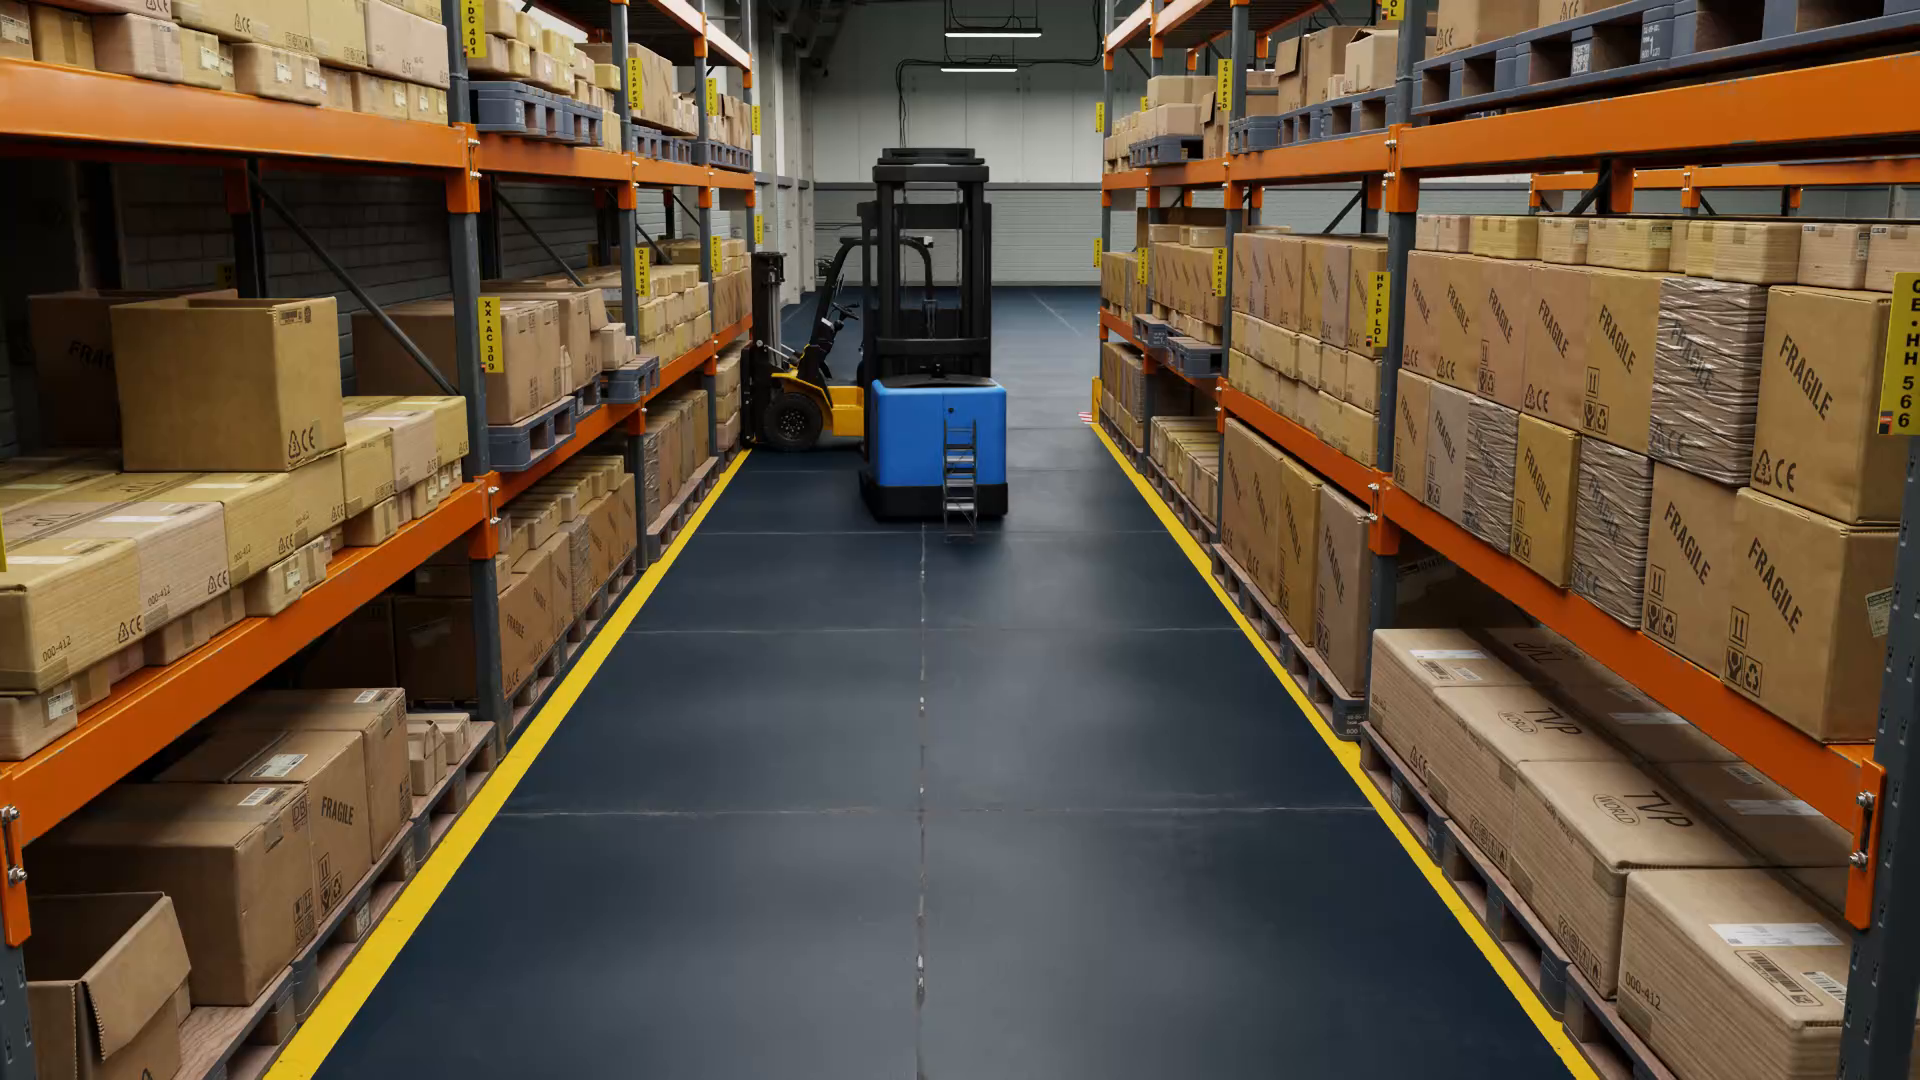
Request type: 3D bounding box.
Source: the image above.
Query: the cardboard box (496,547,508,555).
[{"bbox_3d":[-2.412,0.111,8.068,0.380,0.149,0.250,-1,11,-3],"label":"cardboard box"}]

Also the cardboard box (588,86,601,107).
[{"bbox_3d":[-2.437,-2.729,10.298,0.380,0.149,0.250,-1,11,-2],"label":"cardboard box"}]

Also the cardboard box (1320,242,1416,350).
[{"bbox_3d":[2.096,-1.214,8.233,0.500,0.500,0.500,0,11,0],"label":"cardboard box"}]

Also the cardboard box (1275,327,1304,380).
[{"bbox_3d":[2.061,-1.047,9.294,0.500,0.250,0.500,0,11,0],"label":"cardboard box"}]

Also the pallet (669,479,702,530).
[{"bbox_3d":[-2.671,-0.298,13.495,1.003,0.211,1.213,0,11,-1],"label":"pallet"}]

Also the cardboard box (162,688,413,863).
[{"bbox_3d":[-2.423,0.853,6.043,0.700,0.500,0.500,-1,11,-3],"label":"cardboard box"}]

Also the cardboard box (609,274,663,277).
[{"bbox_3d":[-2.522,-1.998,12.979,0.380,0.149,0.250,0,11,-1],"label":"cardboard box"}]

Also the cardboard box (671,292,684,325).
[{"bbox_3d":[-2.473,-1.824,13.127,0.500,0.250,0.500,0,11,0],"label":"cardboard box"}]

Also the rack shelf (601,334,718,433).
[{"bbox_3d":[-2.712,-1.304,13.249,1.077,0.370,4.000,0,11,-1],"label":"rack shelf"}]

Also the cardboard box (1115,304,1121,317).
[{"bbox_3d":[1.869,-2.473,17.838,0.380,0.149,0.250,0,11,0],"label":"cardboard box"}]

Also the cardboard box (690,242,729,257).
[{"bbox_3d":[-2.580,-2.986,17.103,0.380,0.149,0.250,0,11,0],"label":"cardboard box"}]

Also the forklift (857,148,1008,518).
[{"bbox_3d":[-0.309,-1.861,14.358,1.130,2.935,3.031,-1,12,-7],"label":"forklift"}]

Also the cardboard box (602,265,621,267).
[{"bbox_3d":[-2.960,-2.350,14.714,0.380,0.149,0.250,0,11,-2],"label":"cardboard box"}]

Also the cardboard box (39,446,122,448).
[{"bbox_3d":[-2.821,-0.234,5.797,0.500,0.250,0.500,0,11,0],"label":"cardboard box"}]

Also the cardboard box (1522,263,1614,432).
[{"bbox_3d":[2.154,-0.625,5.331,0.500,0.500,0.500,0,11,-2],"label":"cardboard box"}]

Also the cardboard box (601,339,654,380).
[{"bbox_3d":[-2.435,-1.274,11.673,0.500,0.250,0.500,0,11,-1],"label":"cardboard box"}]

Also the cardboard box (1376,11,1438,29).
[{"bbox_3d":[2.618,-2.655,9.251,0.500,0.500,0.500,0,11,-1],"label":"cardboard box"}]

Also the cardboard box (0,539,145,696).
[{"bbox_3d":[-2.245,0.168,3.815,0.500,0.250,0.500,0,11,-1],"label":"cardboard box"}]

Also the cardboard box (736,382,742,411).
[{"bbox_3d":[-2.466,-1.454,16.786,0.500,0.250,0.500,0,11,-2],"label":"cardboard box"}]

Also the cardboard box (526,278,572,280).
[{"bbox_3d":[-3.016,-1.841,12.207,0.380,0.149,0.250,0,11,-2],"label":"cardboard box"}]

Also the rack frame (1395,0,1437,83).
[{"bbox_3d":[2.375,-3.425,6.807,1.000,3.000,0.127,0,11,-1],"label":"rack frame"}]

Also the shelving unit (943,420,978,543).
[{"bbox_3d":[0.000,-0.439,12.462,0.258,0.900,0.210,0,11,-1],"label":"shelving unit"}]

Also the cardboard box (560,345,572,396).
[{"bbox_3d":[-2.233,-0.881,8.639,0.396,0.266,0.258,0,11,2],"label":"cardboard box"}]

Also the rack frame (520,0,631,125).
[{"bbox_3d":[-2.670,-4.199,10.622,1.000,3.000,0.127,0,11,-1],"label":"rack frame"}]

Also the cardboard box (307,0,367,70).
[{"bbox_3d":[-2.307,-1.706,5.507,0.500,0.250,0.500,0,11,0],"label":"cardboard box"}]

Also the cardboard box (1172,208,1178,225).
[{"bbox_3d":[2.428,-2.950,16.039,0.700,0.500,0.500,0,11,-1],"label":"cardboard box"}]

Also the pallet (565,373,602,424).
[{"bbox_3d":[-2.626,-0.778,9.332,1.003,0.211,1.213,0,11,-1],"label":"pallet"}]

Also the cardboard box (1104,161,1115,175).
[{"bbox_3d":[1.809,-4.150,18.556,0.380,0.149,0.250,0,11,-1],"label":"cardboard box"}]

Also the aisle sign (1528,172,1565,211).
[{"bbox_3d":[6.772,-4.197,19.165,0.394,0.787,0.004,0,11,-1],"label":"aisle sign"}]

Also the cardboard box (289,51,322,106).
[{"bbox_3d":[-2.224,-1.434,5.171,0.380,0.149,0.250,0,11,0],"label":"cardboard box"}]

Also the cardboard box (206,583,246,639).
[{"bbox_3d":[-2.284,0.183,4.746,0.380,0.149,0.250,0,11,0],"label":"cardboard box"}]

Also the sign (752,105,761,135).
[{"bbox_3d":[-2.293,-4.713,18.676,0.100,0.325,0.005,0,11,-1],"label":"sign"}]

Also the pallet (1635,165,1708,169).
[{"bbox_3d":[7.128,-3.946,17.146,1.003,0.211,1.213,0,11,-1],"label":"pallet"}]

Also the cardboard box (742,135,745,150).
[{"bbox_3d":[-2.515,-4.287,17.926,0.380,0.149,0.250,-1,11,-3],"label":"cardboard box"}]

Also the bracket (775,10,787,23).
[{"bbox_3d":[-3.731,-10.908,34.639,0.235,0.232,0.430,0,11,-1],"label":"bracket"}]

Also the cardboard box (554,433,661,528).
[{"bbox_3d":[-2.670,-0.425,12.024,0.875,0.625,0.625,0,11,1],"label":"cardboard box"}]

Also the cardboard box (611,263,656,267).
[{"bbox_3d":[-3.016,-2.483,15.373,0.380,0.149,0.250,0,11,-1],"label":"cardboard box"}]

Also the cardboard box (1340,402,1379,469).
[{"bbox_3d":[2.113,-0.499,7.852,0.500,0.250,0.500,-1,11,-3],"label":"cardboard box"}]

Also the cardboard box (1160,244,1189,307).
[{"bbox_3d":[1.940,-2.183,13.720,0.500,0.500,0.500,0,11,-1],"label":"cardboard box"}]

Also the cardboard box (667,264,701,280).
[{"bbox_3d":[-2.497,-2.485,15.381,0.380,0.149,0.250,0,11,-2],"label":"cardboard box"}]

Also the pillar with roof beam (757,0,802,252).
[{"bbox_3d":[0.210,-9.243,35.484,9.100,9.000,0.548,0,11,-1],"label":"pillar with roof beam"}]

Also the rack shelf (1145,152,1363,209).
[{"bbox_3d":[2.251,-2.795,13.055,1.077,0.370,4.000,0,11,-1],"label":"rack shelf"}]

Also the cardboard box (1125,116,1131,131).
[{"bbox_3d":[1.857,-4.182,16.712,0.380,0.149,0.250,0,11,0],"label":"cardboard box"}]

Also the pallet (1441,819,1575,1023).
[{"bbox_3d":[2.340,1.277,5.735,1.003,0.211,1.213,0,11,-1],"label":"pallet"}]

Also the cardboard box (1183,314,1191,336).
[{"bbox_3d":[1.905,-1.634,12.645,0.380,0.149,0.250,0,11,0],"label":"cardboard box"}]

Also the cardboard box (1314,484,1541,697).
[{"bbox_3d":[2.282,0.228,8.178,0.875,0.875,0.875,0,11,1],"label":"cardboard box"}]

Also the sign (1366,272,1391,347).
[{"bbox_3d":[1.832,-1.009,7.275,0.100,0.325,0.005,0,11,-1],"label":"sign"}]

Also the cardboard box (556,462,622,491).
[{"bbox_3d":[-2.370,-0.406,10.615,0.380,0.149,0.250,-1,11,-4],"label":"cardboard box"}]

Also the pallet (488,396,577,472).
[{"bbox_3d":[-2.495,-0.529,8.103,1.003,0.211,1.213,0,11,-1],"label":"pallet"}]

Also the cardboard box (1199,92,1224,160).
[{"bbox_3d":[2.232,-3.103,12.508,0.797,0.503,0.637,0,11,-1],"label":"cardboard box"}]

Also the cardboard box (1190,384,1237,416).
[{"bbox_3d":[2.467,-1.419,15.982,0.500,0.500,0.500,0,11,2],"label":"cardboard box"}]

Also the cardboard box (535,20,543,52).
[{"bbox_3d":[-2.227,-2.426,8.007,0.380,0.149,0.250,0,11,-2],"label":"cardboard box"}]

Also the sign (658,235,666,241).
[{"bbox_3d":[-3.391,-3.311,18.957,0.100,0.325,0.005,0,11,-1],"label":"sign"}]

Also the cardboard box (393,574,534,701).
[{"bbox_3d":[-2.373,0.459,7.984,0.500,0.500,0.500,0,11,1],"label":"cardboard box"}]

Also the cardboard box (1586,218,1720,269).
[{"bbox_3d":[2.182,-0.922,5.164,0.380,0.149,0.250,0,11,1],"label":"cardboard box"}]

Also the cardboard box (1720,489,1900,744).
[{"bbox_3d":[2.183,0.167,3.941,0.500,0.500,0.500,0,11,-1],"label":"cardboard box"}]

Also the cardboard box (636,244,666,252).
[{"bbox_3d":[-3.097,-2.832,16.344,0.380,0.149,0.250,0,11,-2],"label":"cardboard box"}]
